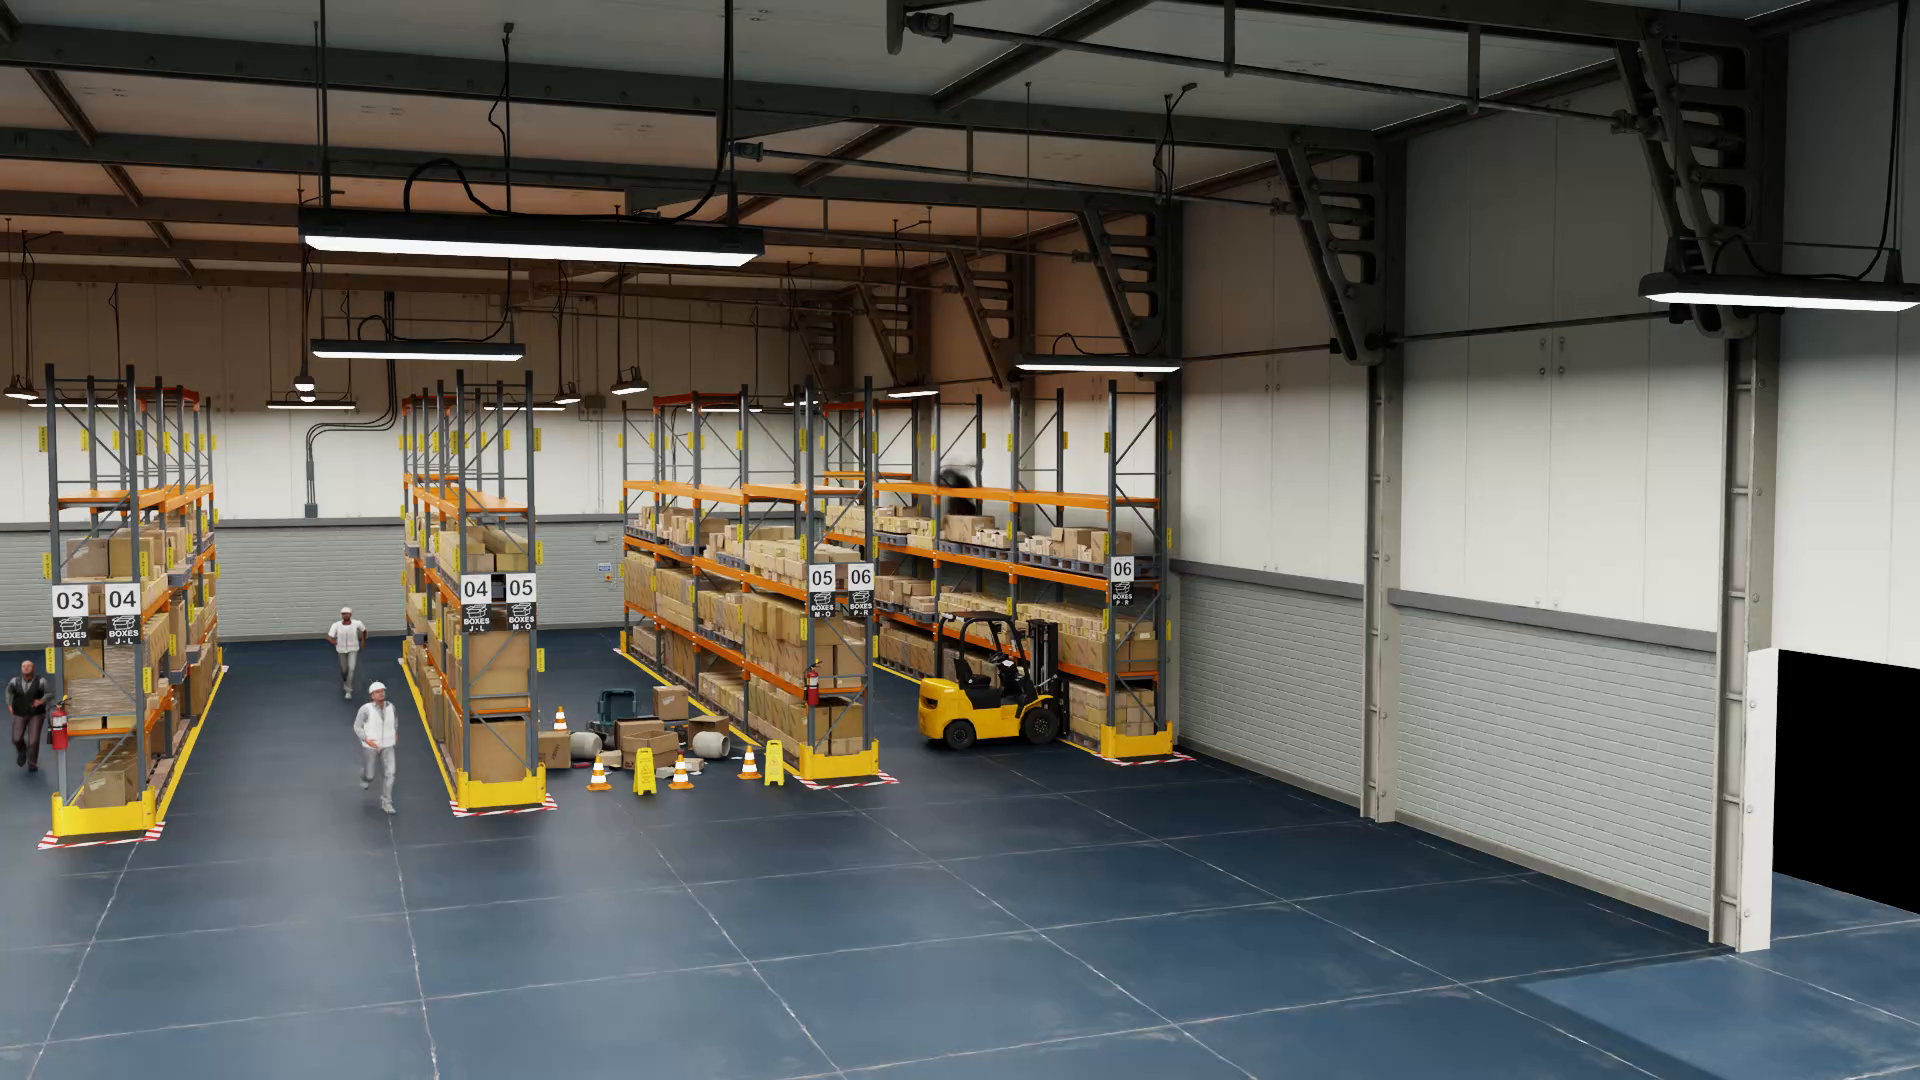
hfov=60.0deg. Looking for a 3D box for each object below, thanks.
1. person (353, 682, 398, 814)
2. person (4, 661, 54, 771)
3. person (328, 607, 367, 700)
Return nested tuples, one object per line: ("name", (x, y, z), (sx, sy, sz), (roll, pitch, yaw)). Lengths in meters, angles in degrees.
("person", (-7.978, 2.823, 22.796), (0.643, 1.759, 0.971), (-2, 4, -34))
("person", (-14.148, 2.678, 25.248), (0.703, 1.694, 0.542), (-1, 4, -18))
("person", (-12.074, 2.202, 32.772), (0.709, 1.772, 0.970), (-1, 3, -15))
